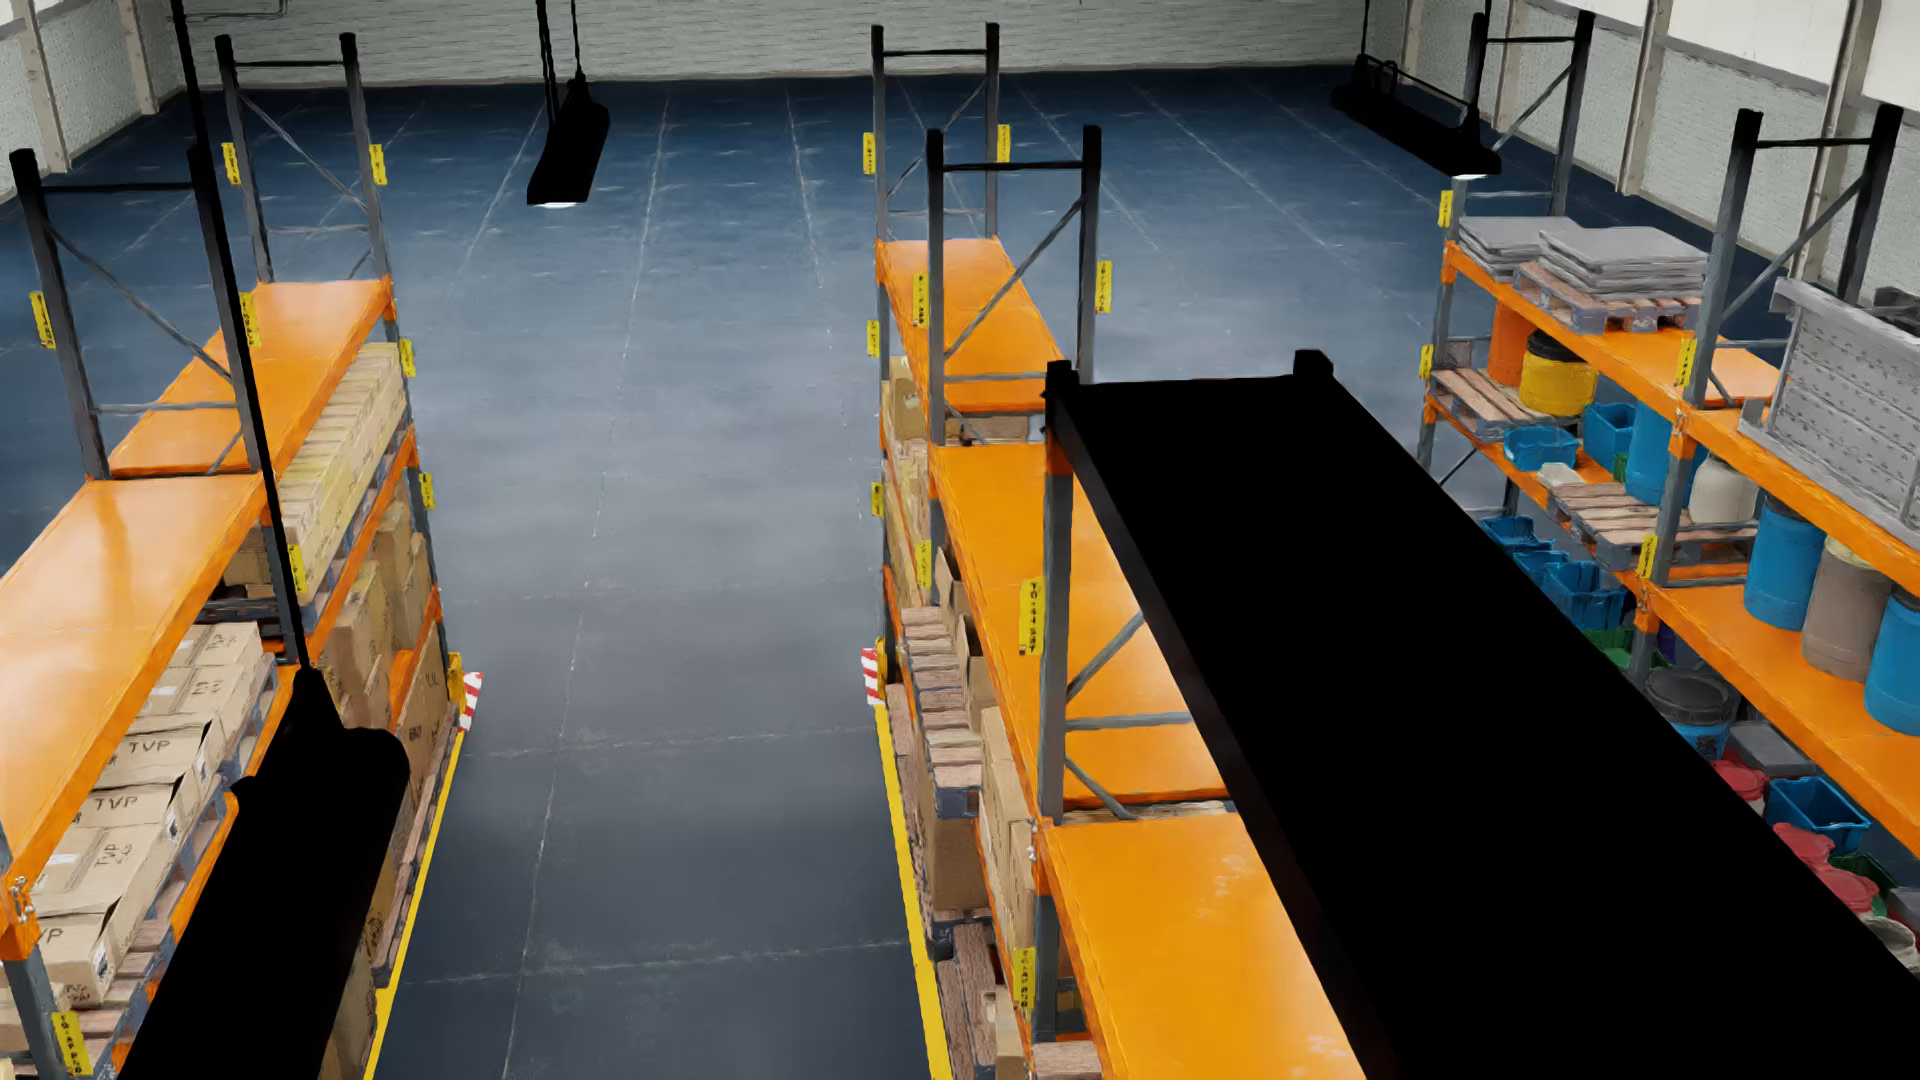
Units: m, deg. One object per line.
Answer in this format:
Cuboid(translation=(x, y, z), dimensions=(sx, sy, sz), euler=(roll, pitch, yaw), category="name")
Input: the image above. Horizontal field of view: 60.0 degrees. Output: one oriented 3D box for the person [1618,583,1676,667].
Cuboid(translation=(6.516, 0.395, 15.810), dimensions=(0.503, 1.565, 1.033), euler=(-7, 26, -14), category="person")
